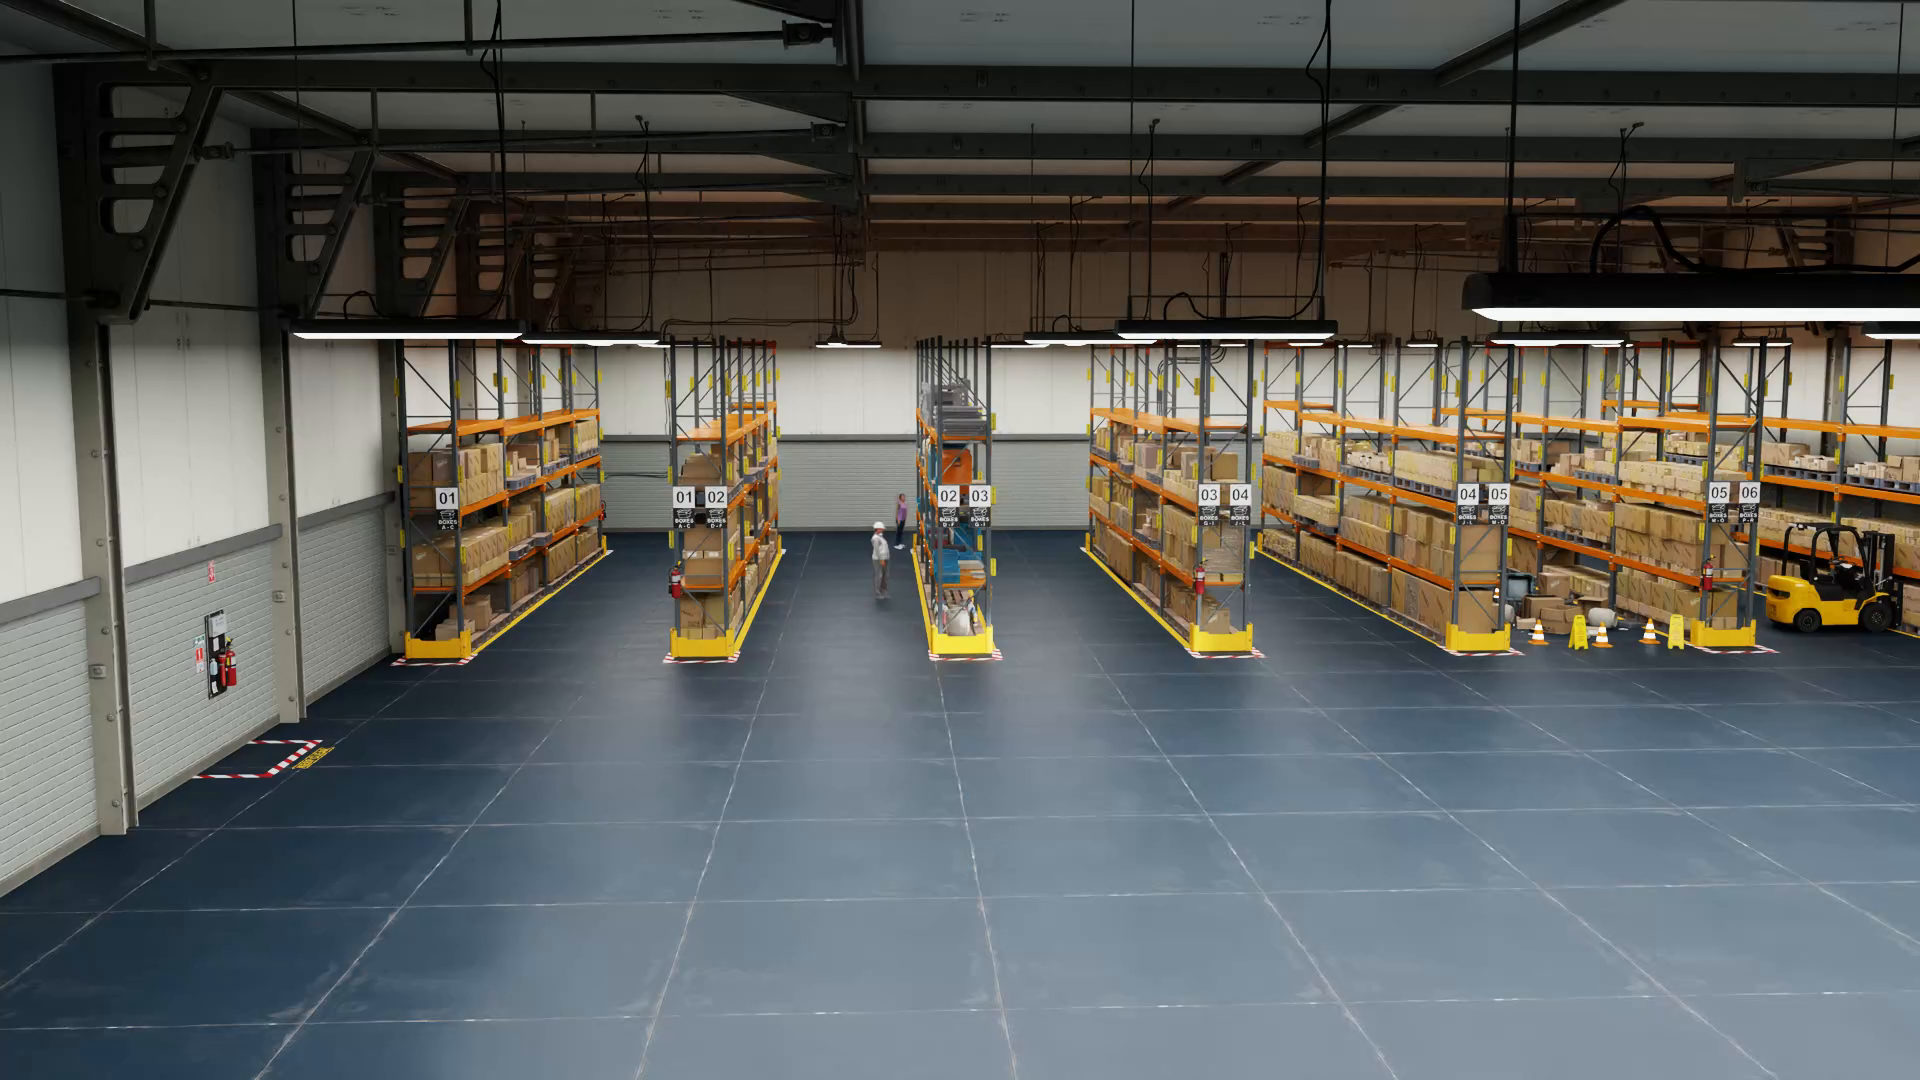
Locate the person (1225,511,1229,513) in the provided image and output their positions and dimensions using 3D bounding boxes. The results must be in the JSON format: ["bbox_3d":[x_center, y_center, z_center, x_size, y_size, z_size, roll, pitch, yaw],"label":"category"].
[{"bbox_3d":[7.600,-0.645,48.258,0.639,1.754,0.503,5,8,36],"label":"person"}]

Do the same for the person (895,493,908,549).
[{"bbox_3d":[-1.704,-0.558,48.417,0.376,1.613,0.451,4,8,30],"label":"person"}]

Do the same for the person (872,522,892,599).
[{"bbox_3d":[-1.820,0.485,38.531,0.512,1.811,0.609,4,7,30],"label":"person"}]

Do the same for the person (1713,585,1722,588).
[{"bbox_3d":[17.198,0.604,37.842,0.532,1.678,0.733,-1,7,-10],"label":"person"}]
